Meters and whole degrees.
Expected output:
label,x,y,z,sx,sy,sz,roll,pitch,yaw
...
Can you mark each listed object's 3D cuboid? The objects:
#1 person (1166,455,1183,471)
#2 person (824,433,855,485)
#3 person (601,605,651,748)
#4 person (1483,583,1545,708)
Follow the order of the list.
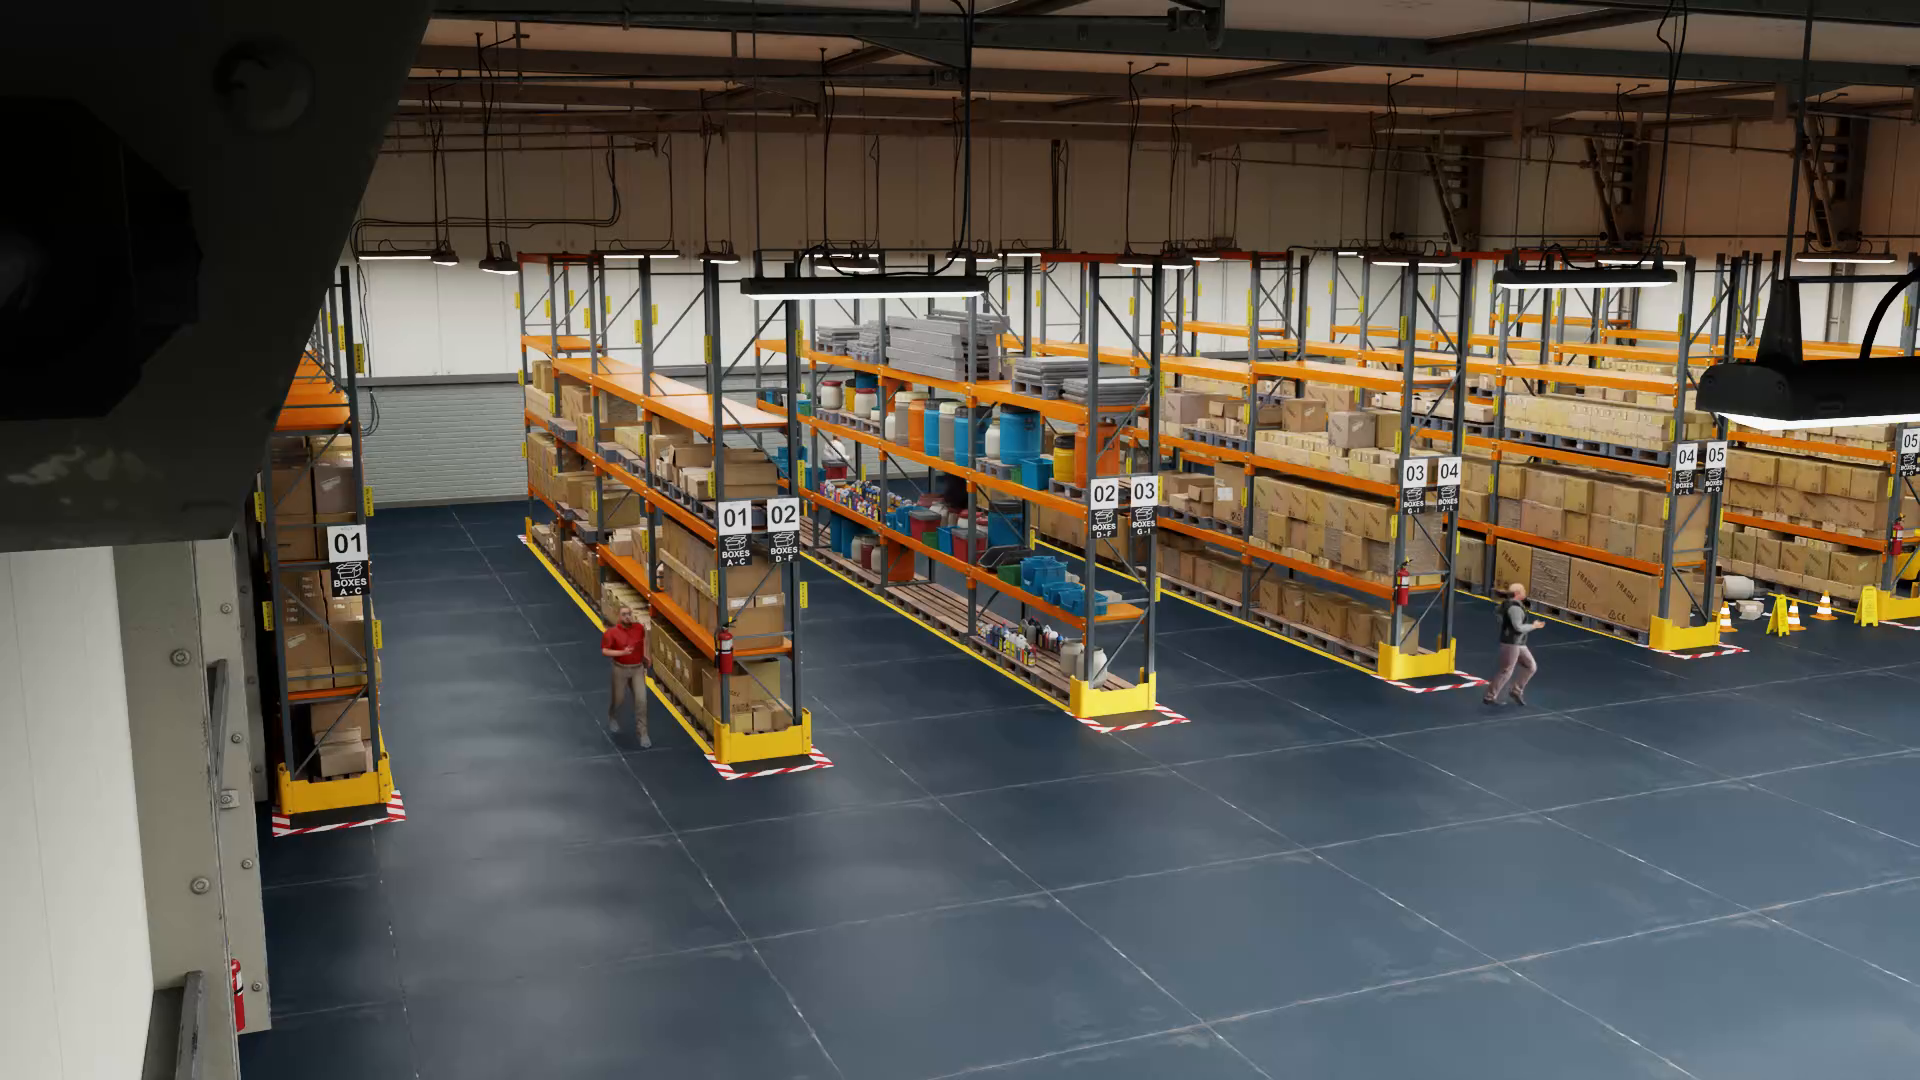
label,x,y,z,sx,sy,sz,roll,pitch,yaw
person,5.468,-2.005,41.613,0.739,1.626,0.639,3,11,18
person,-2.893,-1.693,39.334,1.008,1.767,0.709,-4,11,-21
person,-4.197,1.674,20.986,0.657,1.733,0.968,-6,12,-28
person,7.488,1.432,22.459,0.744,1.740,0.657,3,11,18
